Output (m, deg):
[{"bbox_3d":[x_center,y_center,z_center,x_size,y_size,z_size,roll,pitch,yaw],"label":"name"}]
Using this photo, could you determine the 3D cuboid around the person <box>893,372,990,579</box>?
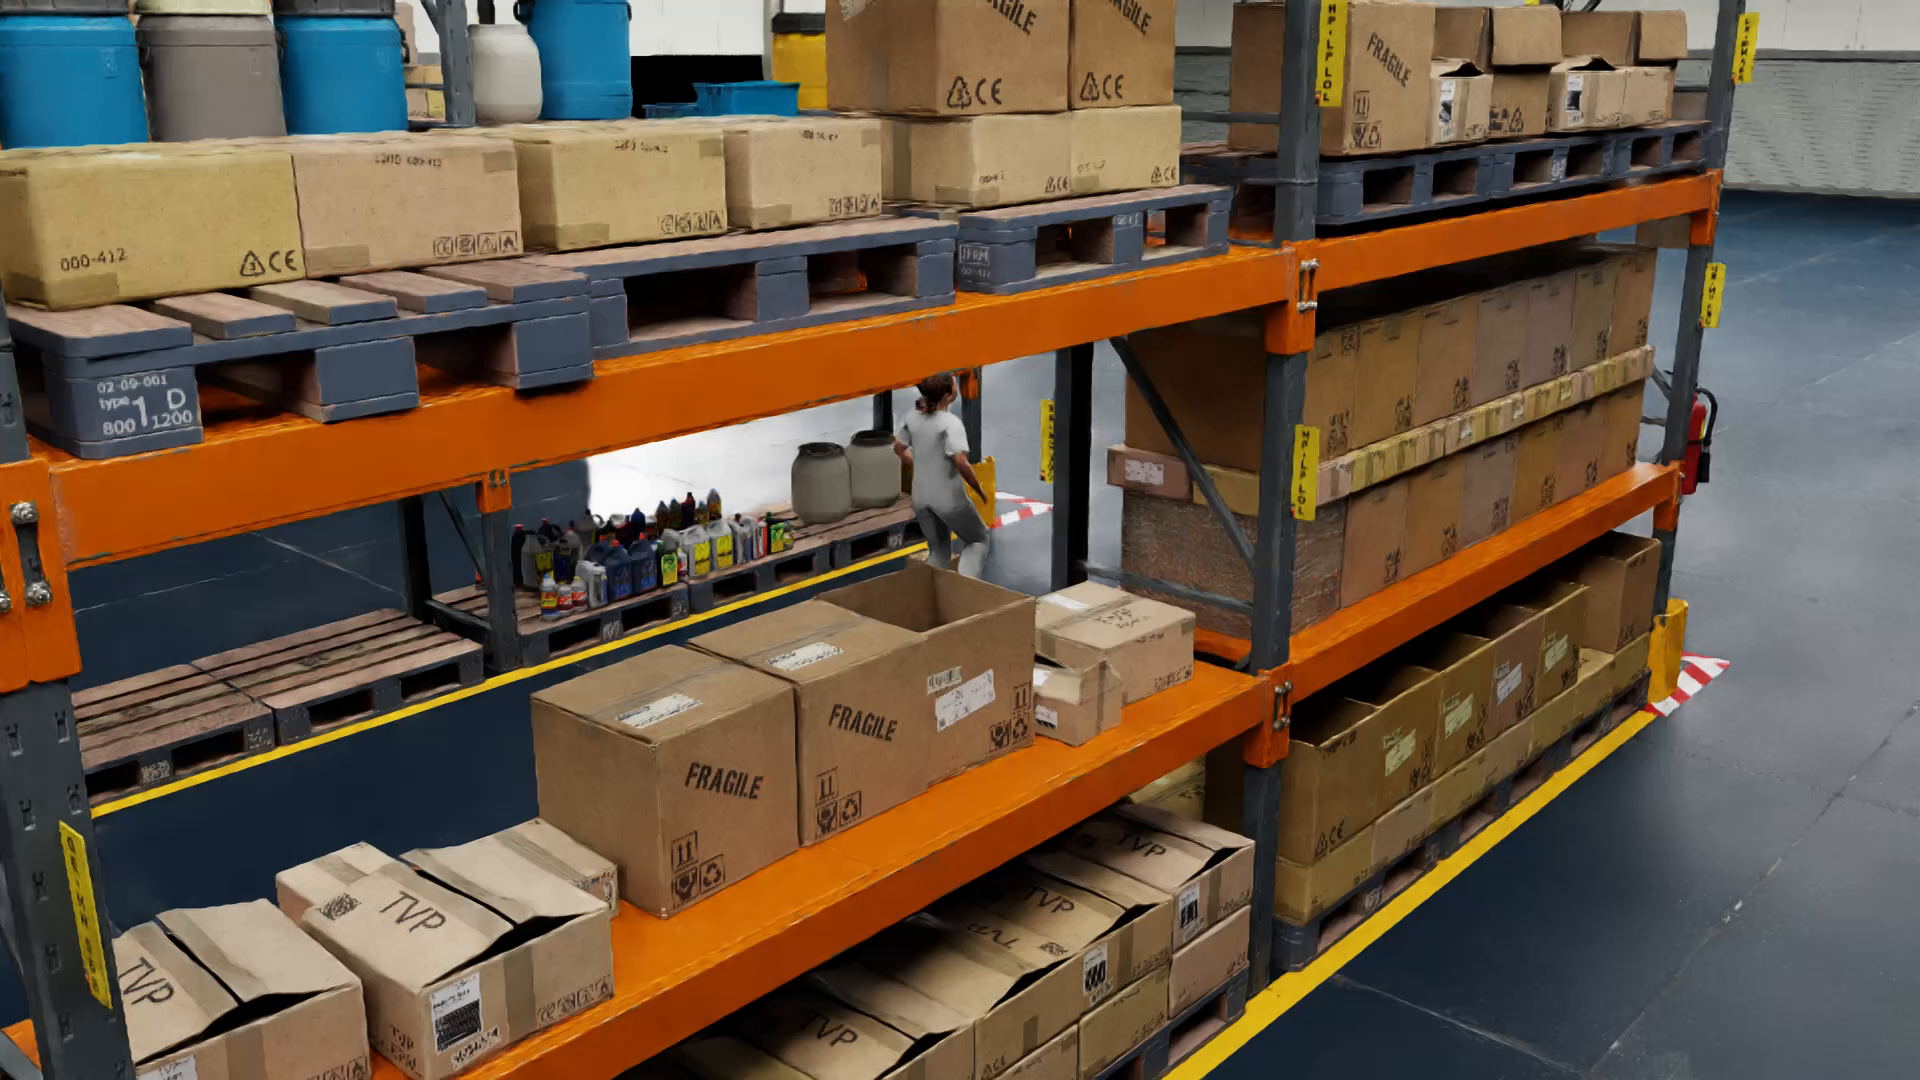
[{"bbox_3d":[-0.099,-0.246,9.932,0.607,1.630,0.462,10,20,30],"label":"person"}]
